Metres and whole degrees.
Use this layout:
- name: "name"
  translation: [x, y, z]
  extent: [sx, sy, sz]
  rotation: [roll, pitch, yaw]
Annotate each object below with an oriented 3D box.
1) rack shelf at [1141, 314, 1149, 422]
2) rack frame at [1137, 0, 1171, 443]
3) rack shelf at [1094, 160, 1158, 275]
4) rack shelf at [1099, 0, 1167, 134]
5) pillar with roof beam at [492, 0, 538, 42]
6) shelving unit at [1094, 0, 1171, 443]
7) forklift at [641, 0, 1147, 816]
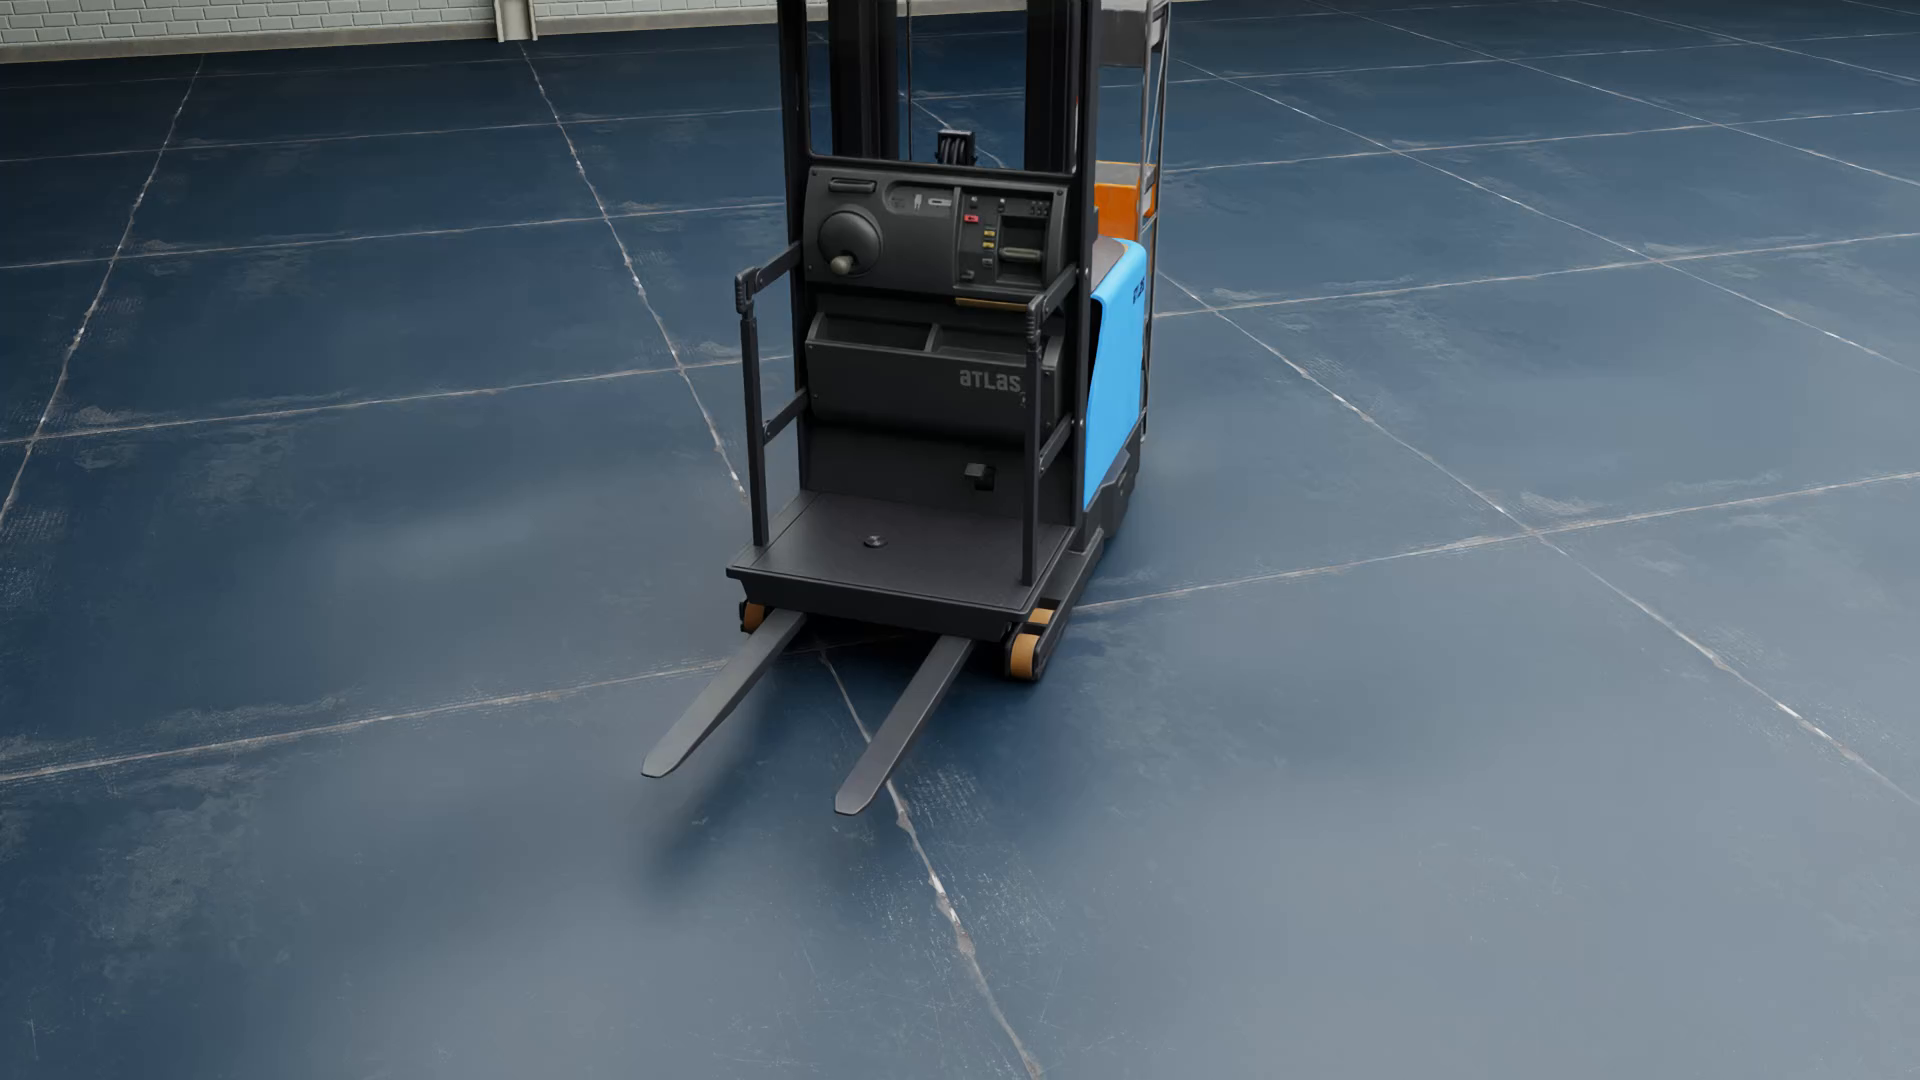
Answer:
- name: "rack shelf"
  translation: [0.568, -0.734, 7.468]
  extent: [0.480, 0.518, 0.431]
  rotation: [8, 27, 16]
- name: "rack frame"
  translation: [0.802, -1.342, 7.088]
  extent: [0.015, 2.100, 0.400]
  rotation: [8, 27, 16]
- name: "rack shelf"
  translation: [0.569, -1.363, 7.161]
  extent: [0.480, 0.518, 0.431]
  rotation: [8, 27, 16]
- name: "rack shelf"
  translation: [0.571, -1.992, 6.854]
  extent: [0.480, 0.518, 0.431]
  rotation: [8, 27, 16]
- name: "pillar with roof beam"
  translation: [-3.249, -7.396, 11.527]
  extent: [0.400, 9.000, 9.100]
  rotation: [-8, 28, -16]
- name: "shelving unit"
  translation: [0.569, -1.375, 7.155]
  extent: [0.503, 2.100, 0.431]
  rotation: [8, 27, 16]
- name: "forklift"
  translation: [-0.156, -1.024, 5.516]
  extent: [1.130, 2.935, 3.031]
  rotation: [8, 28, 16]
